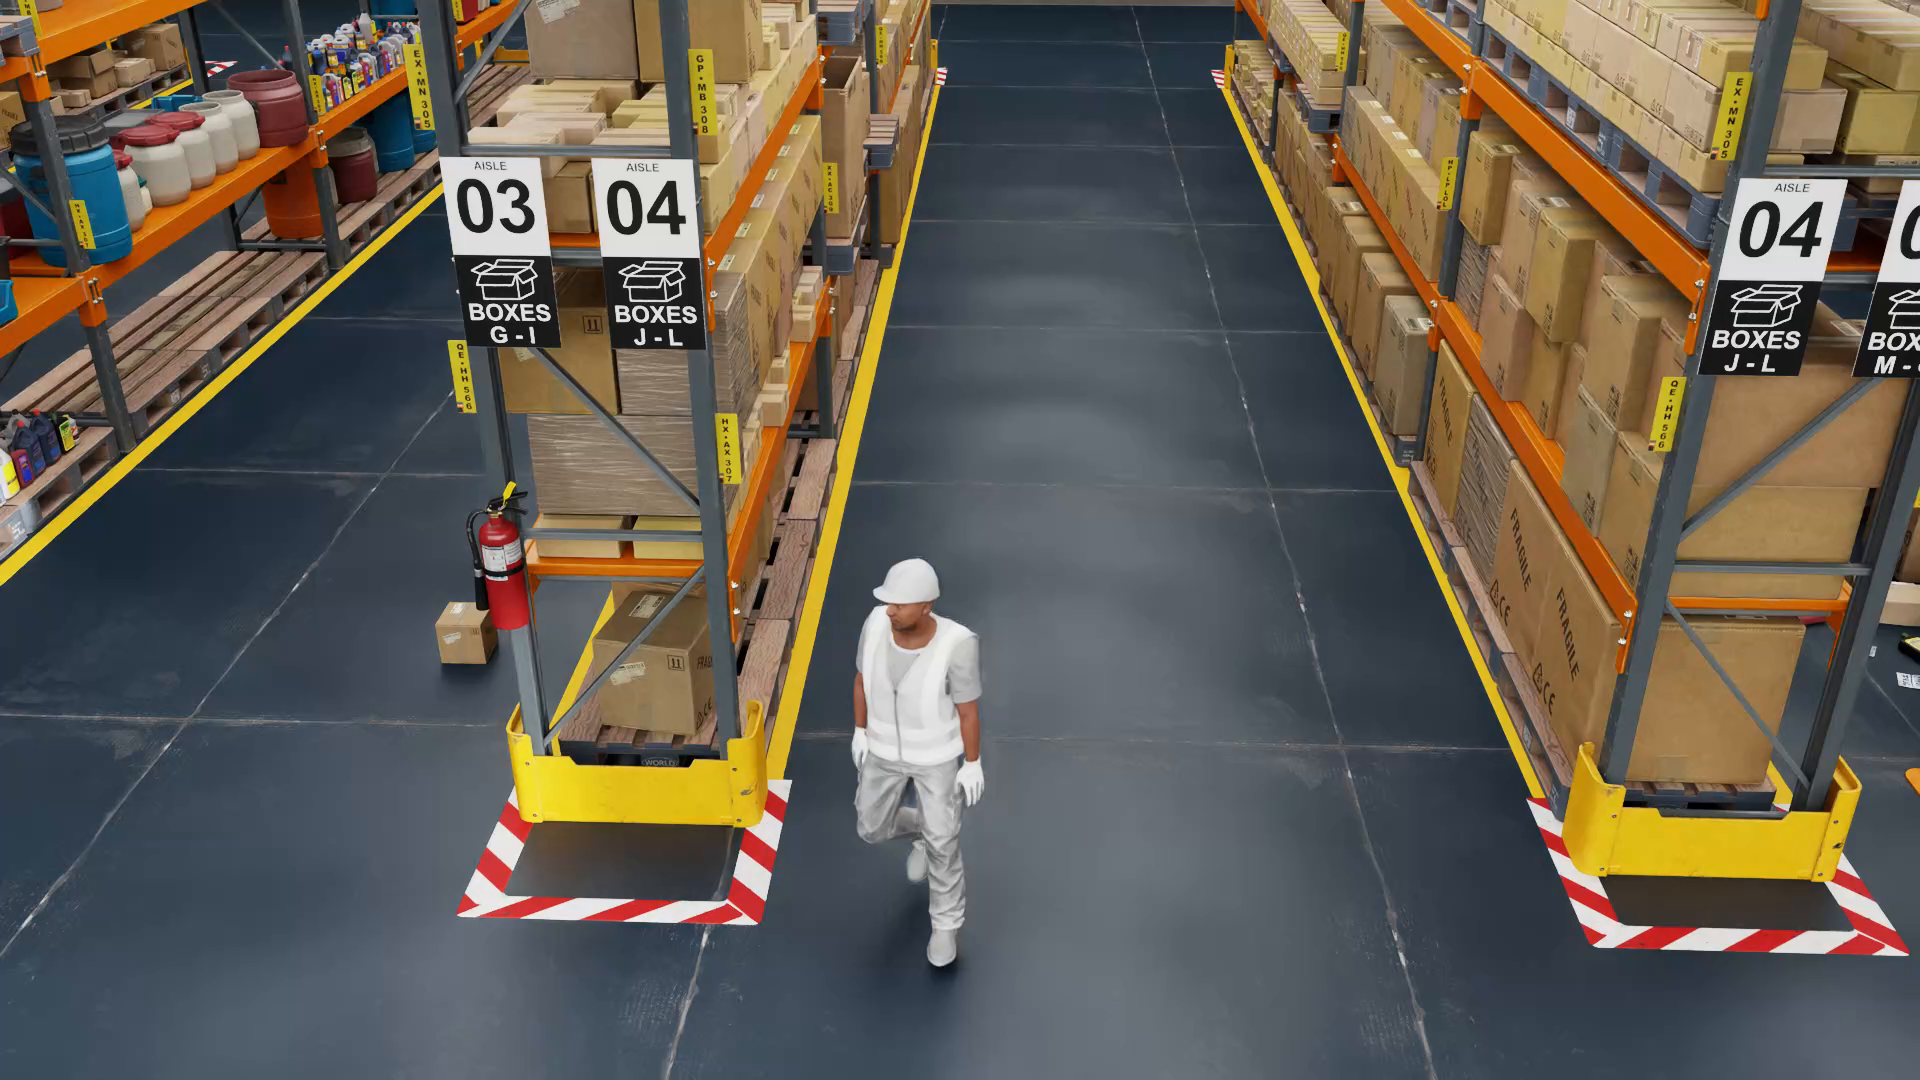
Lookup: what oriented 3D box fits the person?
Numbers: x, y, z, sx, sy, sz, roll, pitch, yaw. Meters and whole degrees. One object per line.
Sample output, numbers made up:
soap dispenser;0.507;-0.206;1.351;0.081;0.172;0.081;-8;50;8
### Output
person;-0.167;0.860;6.932;0.607;1.773;0.647;11;30;20
